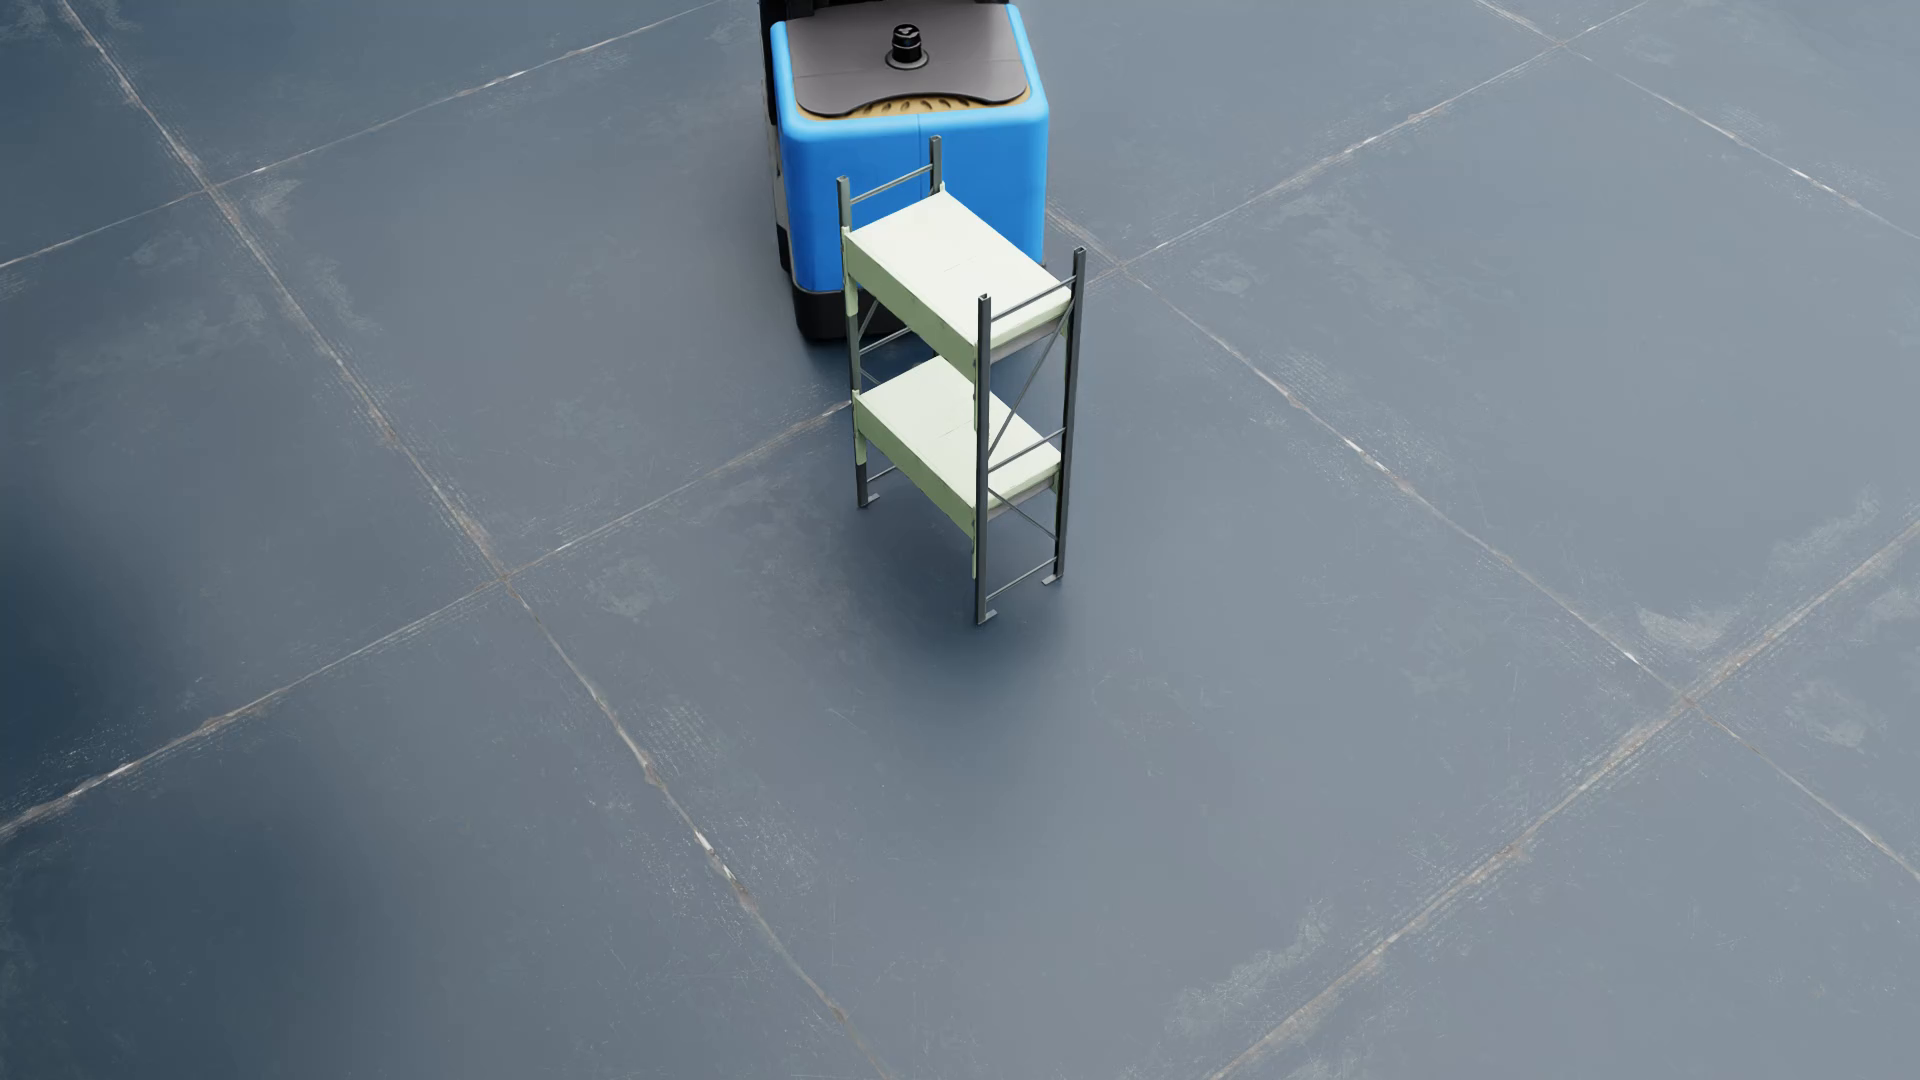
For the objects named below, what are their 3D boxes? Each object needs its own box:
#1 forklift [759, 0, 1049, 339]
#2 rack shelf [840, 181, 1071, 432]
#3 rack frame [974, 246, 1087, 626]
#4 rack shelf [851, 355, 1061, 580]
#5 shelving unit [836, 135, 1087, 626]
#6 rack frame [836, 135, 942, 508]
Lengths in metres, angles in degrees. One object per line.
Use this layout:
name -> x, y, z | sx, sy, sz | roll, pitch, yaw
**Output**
forklift -> -0.363, -2.927, 6.925 | 1.130, 2.935, 3.031 | -6, 48, -5
rack shelf -> -0.004, -0.770, 5.409 | 0.431, 0.370, 0.720 | -29, 54, -24
rack frame -> 0.218, -0.292, 5.502 | 0.400, 1.500, 0.023 | -29, 54, -24
rack shelf -> -0.004, -0.289, 5.939 | 0.431, 0.370, 0.720 | -29, 54, -24
shelving unit -> -0.004, -0.508, 5.698 | 0.431, 1.500, 0.755 | -29, 54, -24
rack frame -> -0.226, -0.723, 5.894 | 0.400, 1.500, 0.023 | -29, 54, -24
